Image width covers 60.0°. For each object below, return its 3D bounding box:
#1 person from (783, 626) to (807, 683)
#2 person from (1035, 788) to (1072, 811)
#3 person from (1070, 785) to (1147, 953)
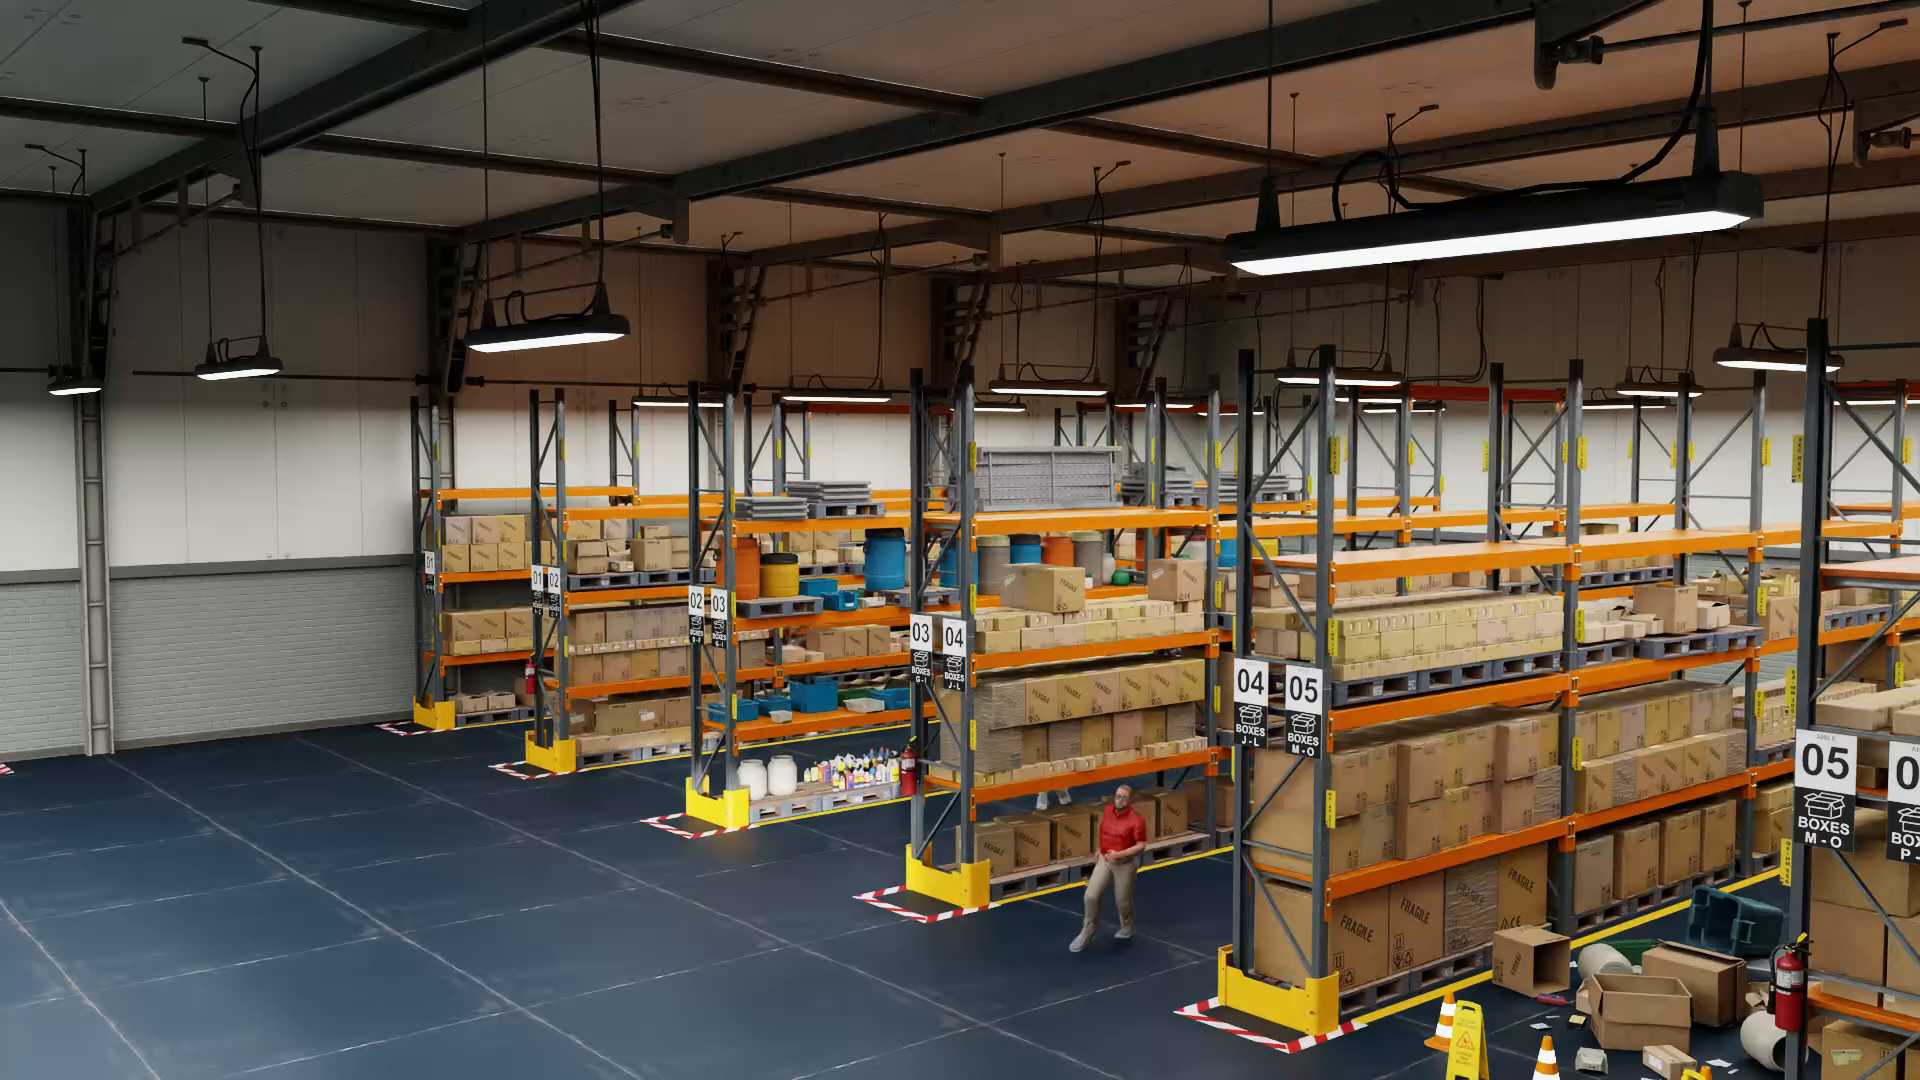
[{"bbox_3d":[-3.044,2.444,31.631,0.693,1.744,0.746,3,4,40],"label":"person"},{"bbox_3d":[1.166,2.970,22.310,0.773,1.775,0.718,0,3,-6],"label":"person"},{"bbox_3d":[1.587,3.310,16.874,0.733,1.712,0.845,2,4,34],"label":"person"}]
